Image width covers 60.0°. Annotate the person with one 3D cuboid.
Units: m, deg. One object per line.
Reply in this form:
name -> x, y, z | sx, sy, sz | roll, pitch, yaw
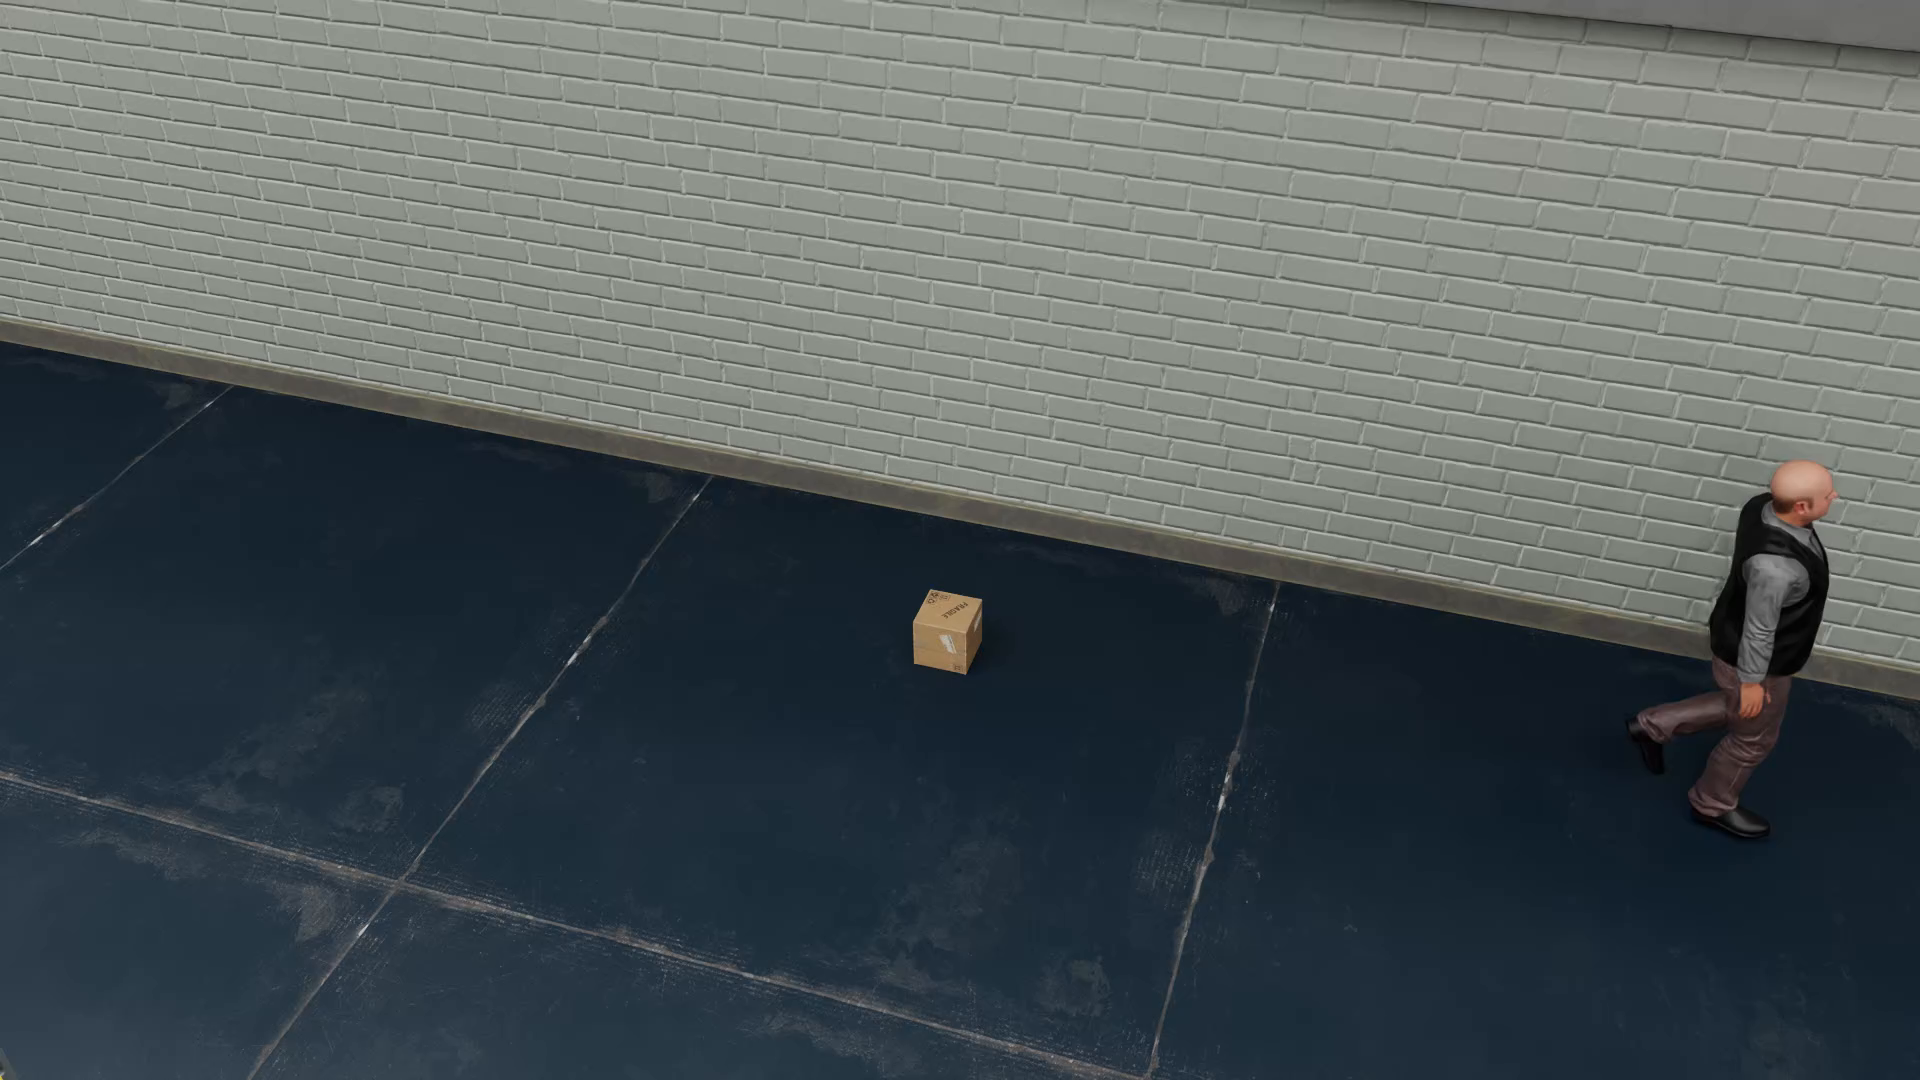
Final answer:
person -> 2.996, 0.405, 6.343 | 0.621, 1.706, 0.541 | 13, 39, 17
